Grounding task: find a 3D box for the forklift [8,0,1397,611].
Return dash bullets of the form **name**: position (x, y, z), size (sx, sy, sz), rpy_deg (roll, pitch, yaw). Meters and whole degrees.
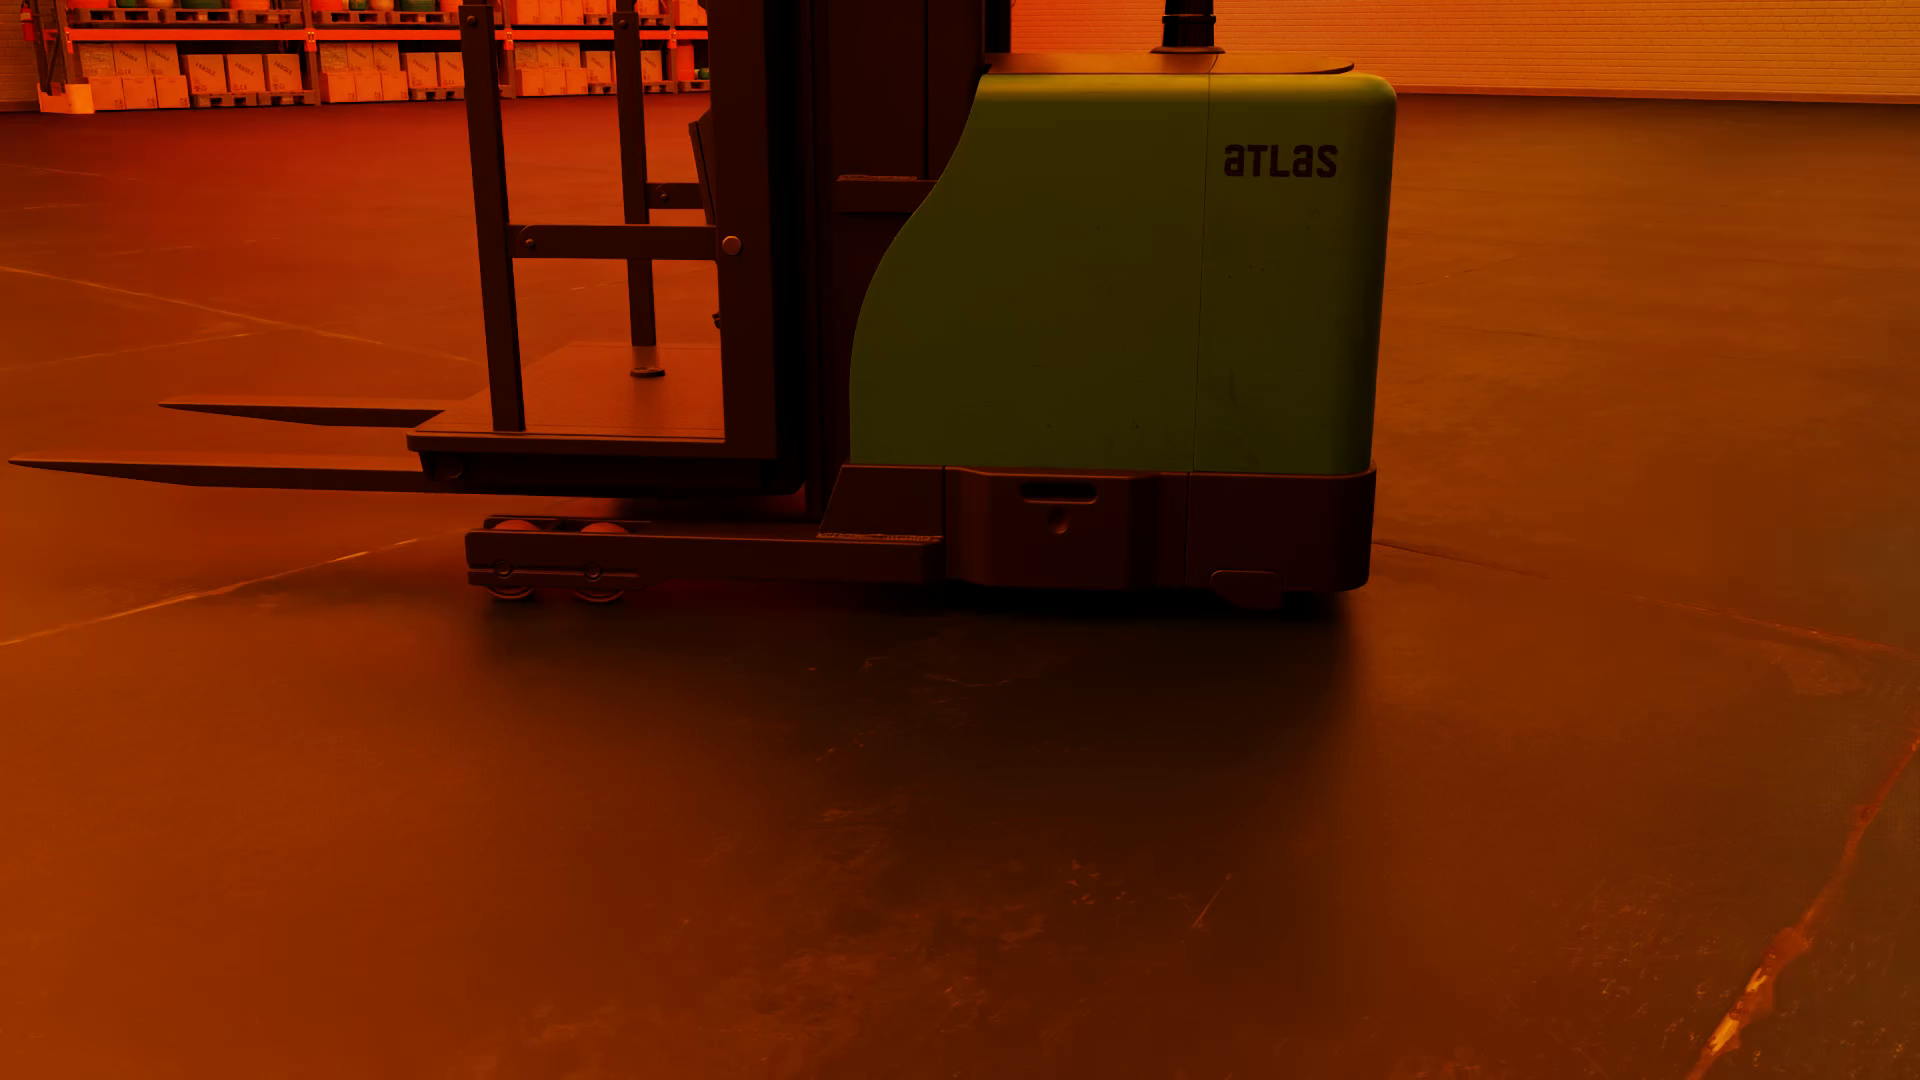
- **forklift**: position (-0.621, -1.421, 3.577), size (3.031, 2.935, 1.130), rpy_deg (2, 17, 6)
